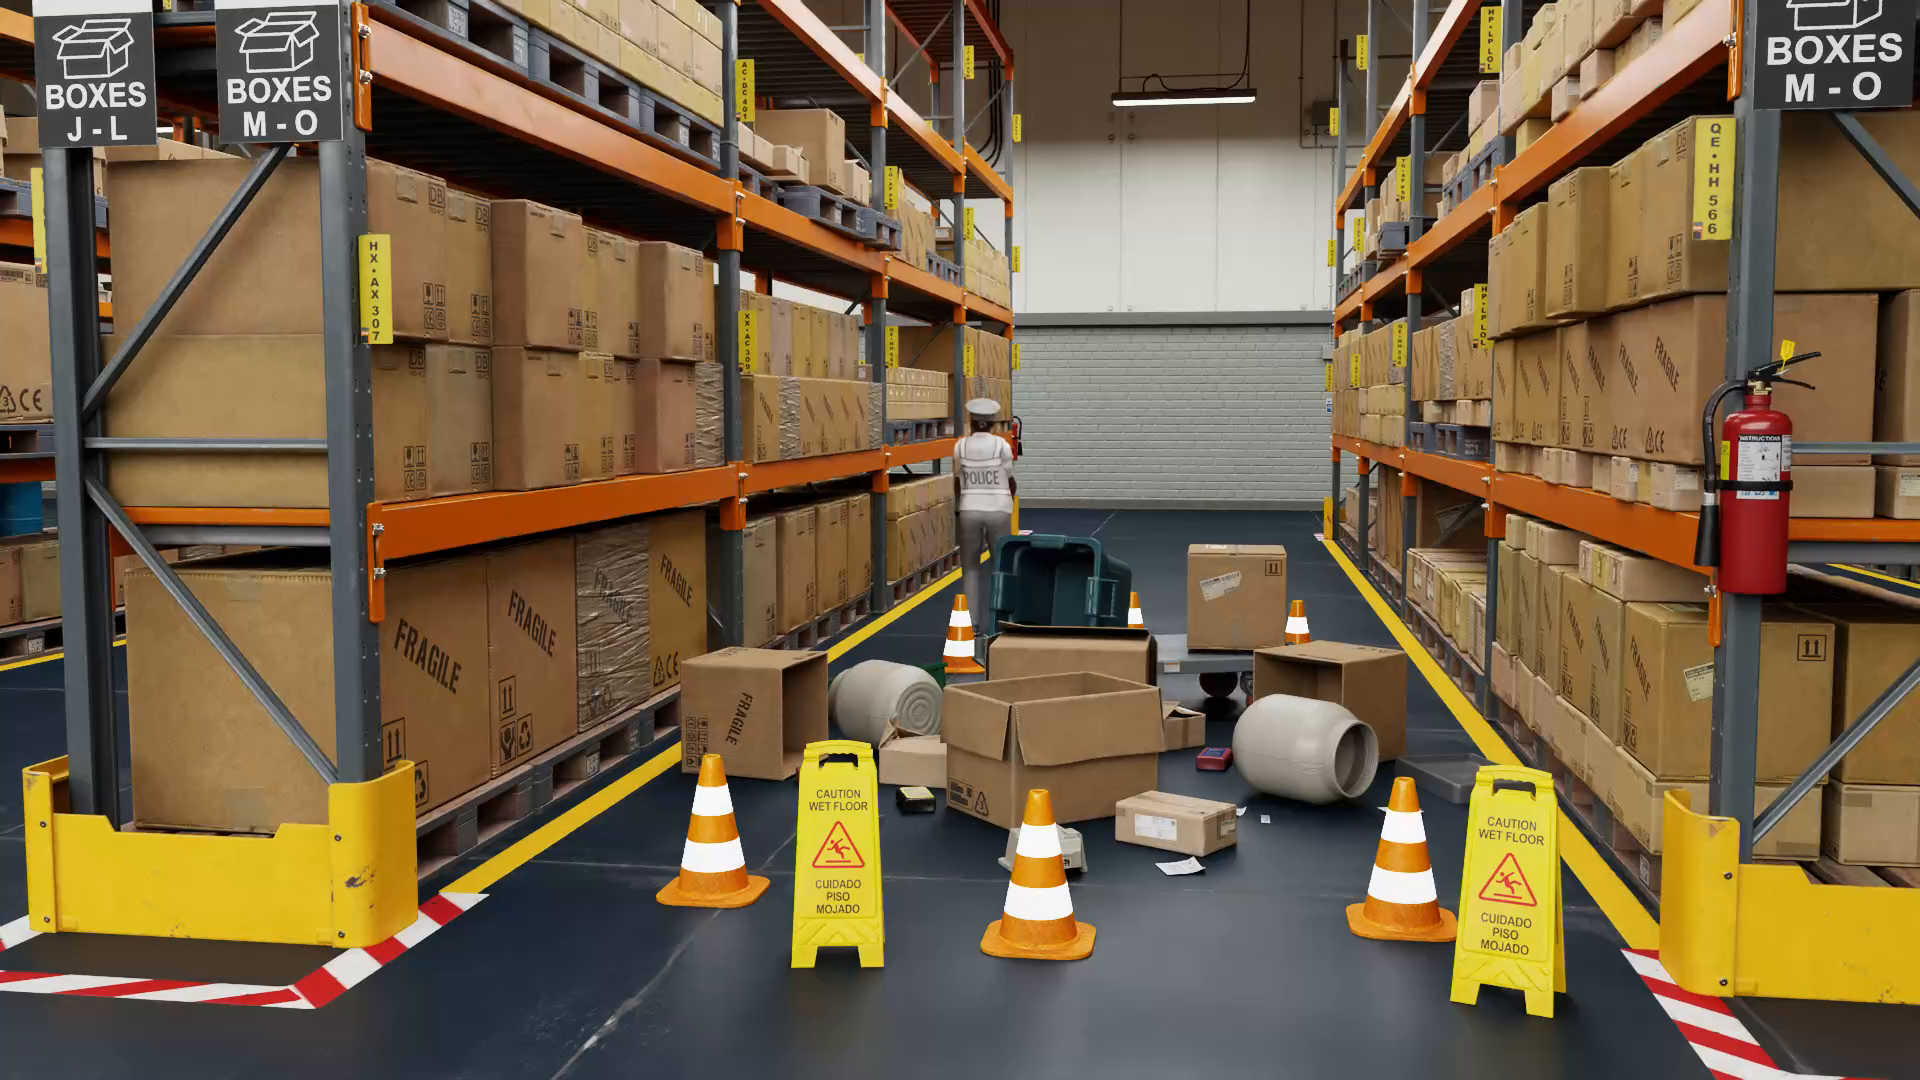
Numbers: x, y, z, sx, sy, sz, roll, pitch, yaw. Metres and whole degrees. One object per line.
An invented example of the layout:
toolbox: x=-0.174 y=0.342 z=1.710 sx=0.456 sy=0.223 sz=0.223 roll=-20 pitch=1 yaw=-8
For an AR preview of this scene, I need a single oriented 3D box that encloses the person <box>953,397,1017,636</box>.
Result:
person: x=0.180 y=-0.158 z=11.737 sx=0.441 sy=1.692 sz=0.513 roll=1 pitch=5 yaw=7
